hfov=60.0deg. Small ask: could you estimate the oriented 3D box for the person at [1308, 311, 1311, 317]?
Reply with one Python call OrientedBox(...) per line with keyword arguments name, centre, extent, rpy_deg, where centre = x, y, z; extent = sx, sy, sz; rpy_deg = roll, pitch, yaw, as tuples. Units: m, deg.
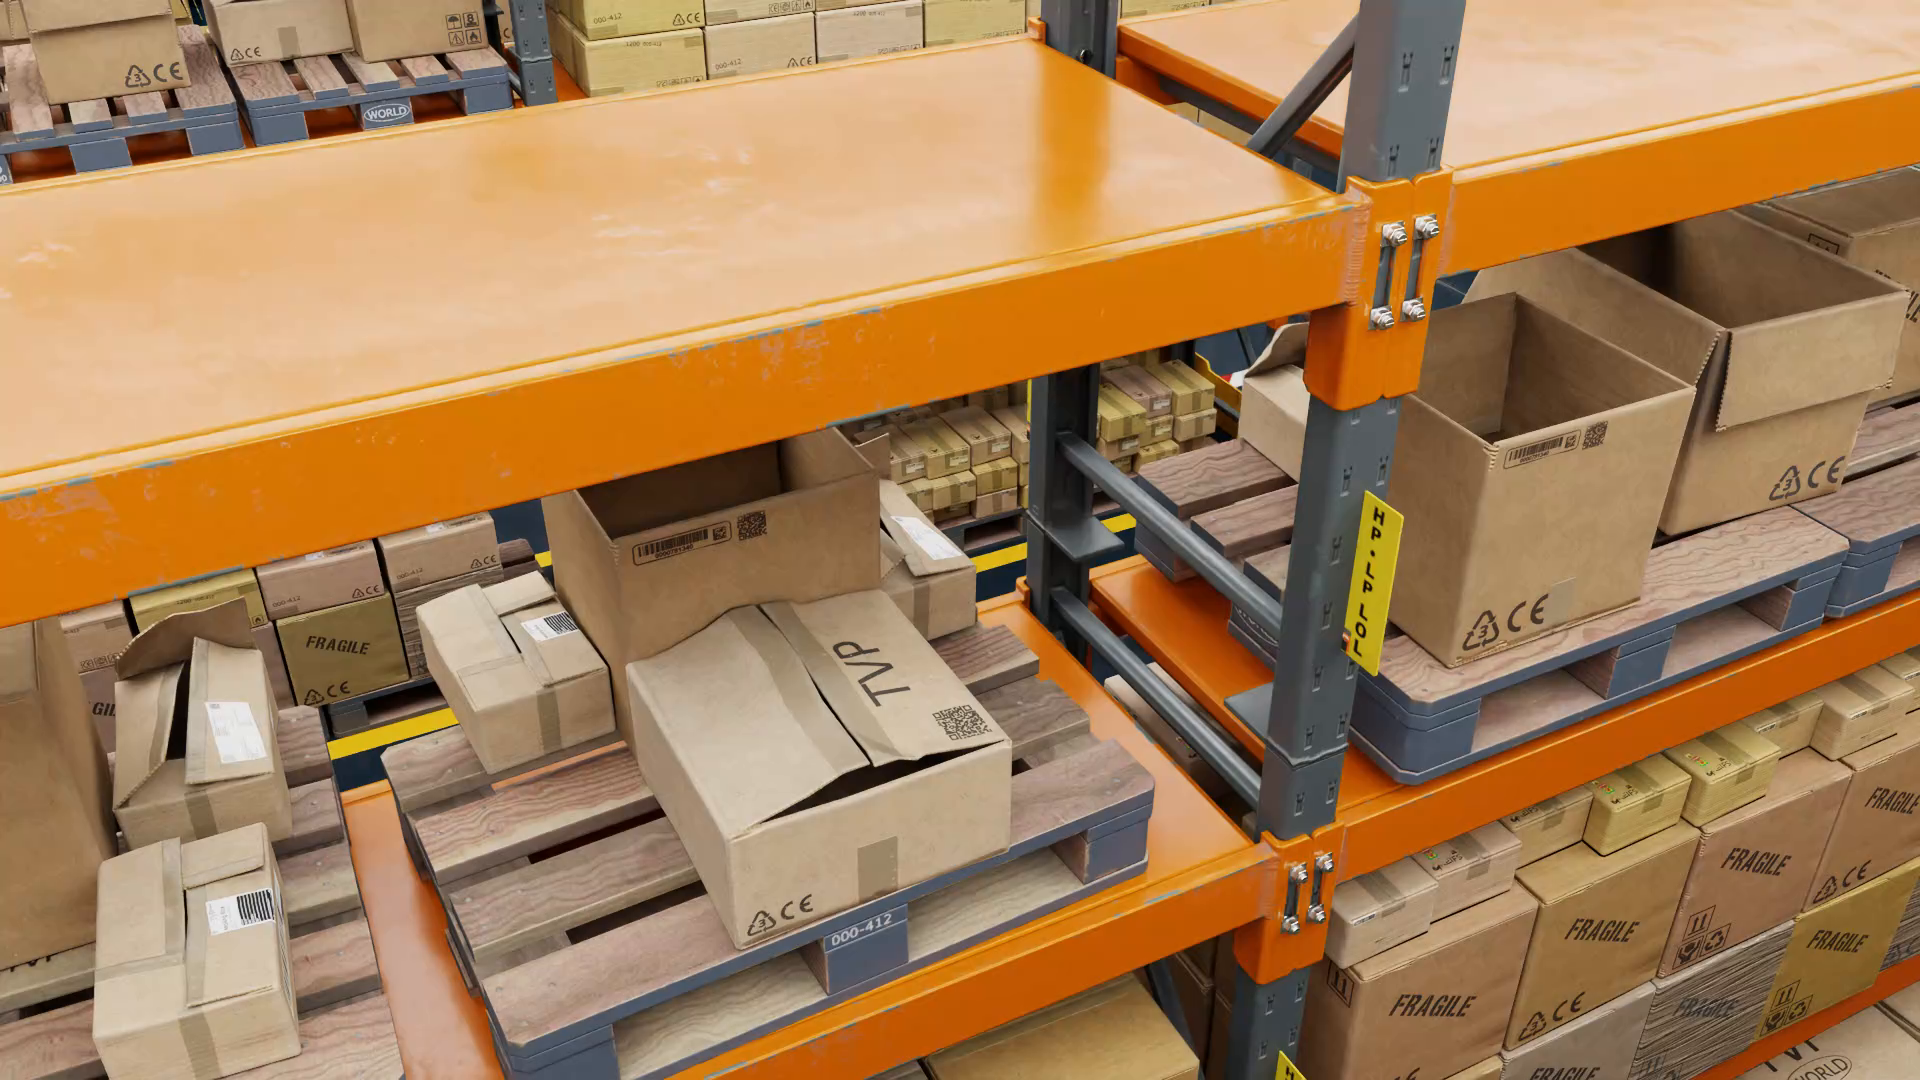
OrientedBox(name="person", centre=(1.778, -0.495, 8.396), extent=(1.161, 1.726, 0.602), rpy_deg=(-12, 35, -18))
